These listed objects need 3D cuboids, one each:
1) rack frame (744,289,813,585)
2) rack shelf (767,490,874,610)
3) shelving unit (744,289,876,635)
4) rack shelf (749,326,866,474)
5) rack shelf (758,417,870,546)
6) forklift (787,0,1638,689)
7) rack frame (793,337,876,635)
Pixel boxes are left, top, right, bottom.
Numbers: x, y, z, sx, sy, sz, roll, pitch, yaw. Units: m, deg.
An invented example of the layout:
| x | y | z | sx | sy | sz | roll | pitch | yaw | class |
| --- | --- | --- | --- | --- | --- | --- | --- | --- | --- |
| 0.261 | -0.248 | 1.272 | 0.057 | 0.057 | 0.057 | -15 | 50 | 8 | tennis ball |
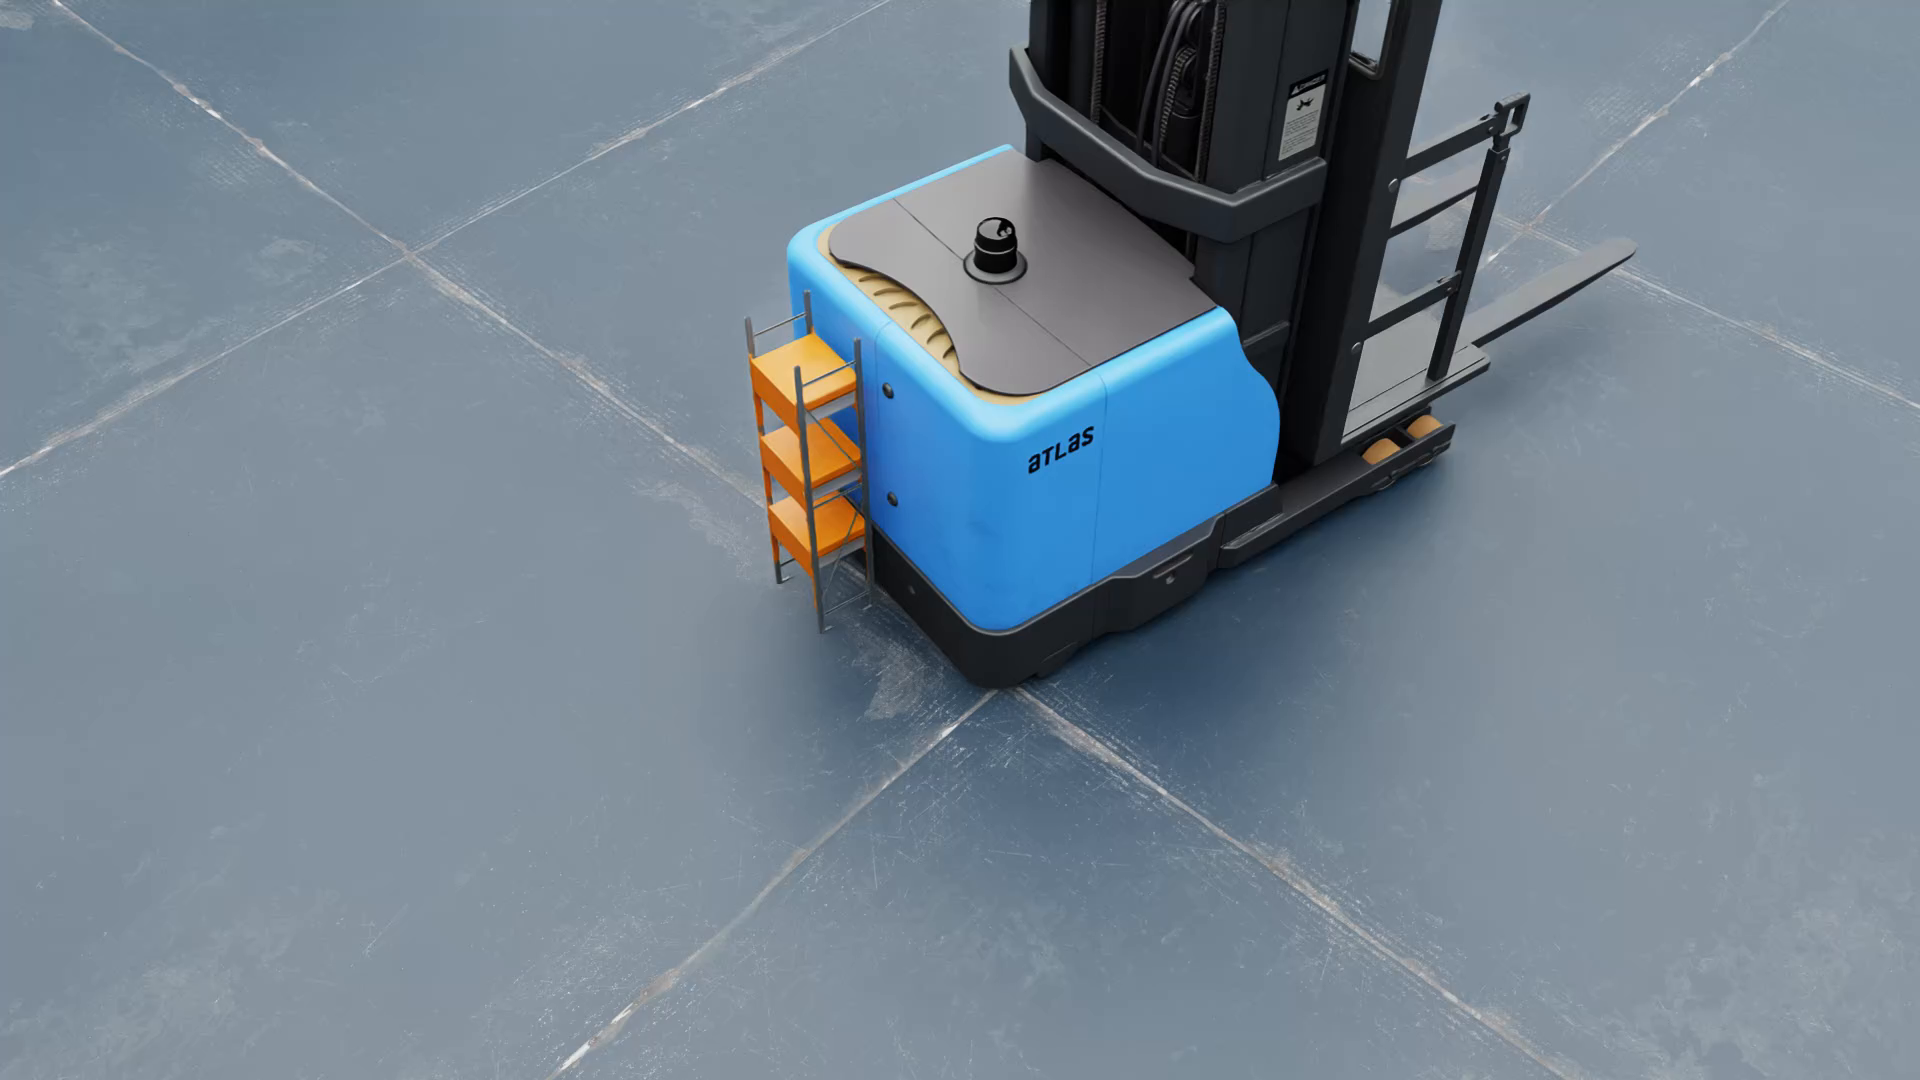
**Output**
| x | y | z | sx | sy | sz | roll | pitch | yaw | class |
| --- | --- | --- | --- | --- | --- | --- | --- | --- | --- |
| -0.483 | -0.265 | 4.778 | 0.200 | 1.050 | 0.008 | -28 | 53 | -24 | rack frame |
| -0.411 | 0.005 | 4.921 | 0.215 | 0.259 | 0.240 | -28 | 53 | -24 | rack shelf |
| -0.411 | -0.193 | 4.711 | 0.215 | 1.050 | 0.252 | -28 | 53 | -24 | shelving unit |
| -0.412 | -0.380 | 4.511 | 0.215 | 0.259 | 0.240 | -28 | 53 | -24 | rack shelf |
| -0.411 | -0.185 | 4.718 | 0.215 | 0.259 | 0.240 | -28 | 53 | -24 | rack shelf |
| 0.999 | -1.453 | 4.603 | 3.031 | 2.935 | 1.130 | -28 | 53 | -24 | forklift |
| -0.340 | -0.121 | 4.643 | 0.200 | 1.050 | 0.008 | -28 | 53 | -24 | rack frame |
